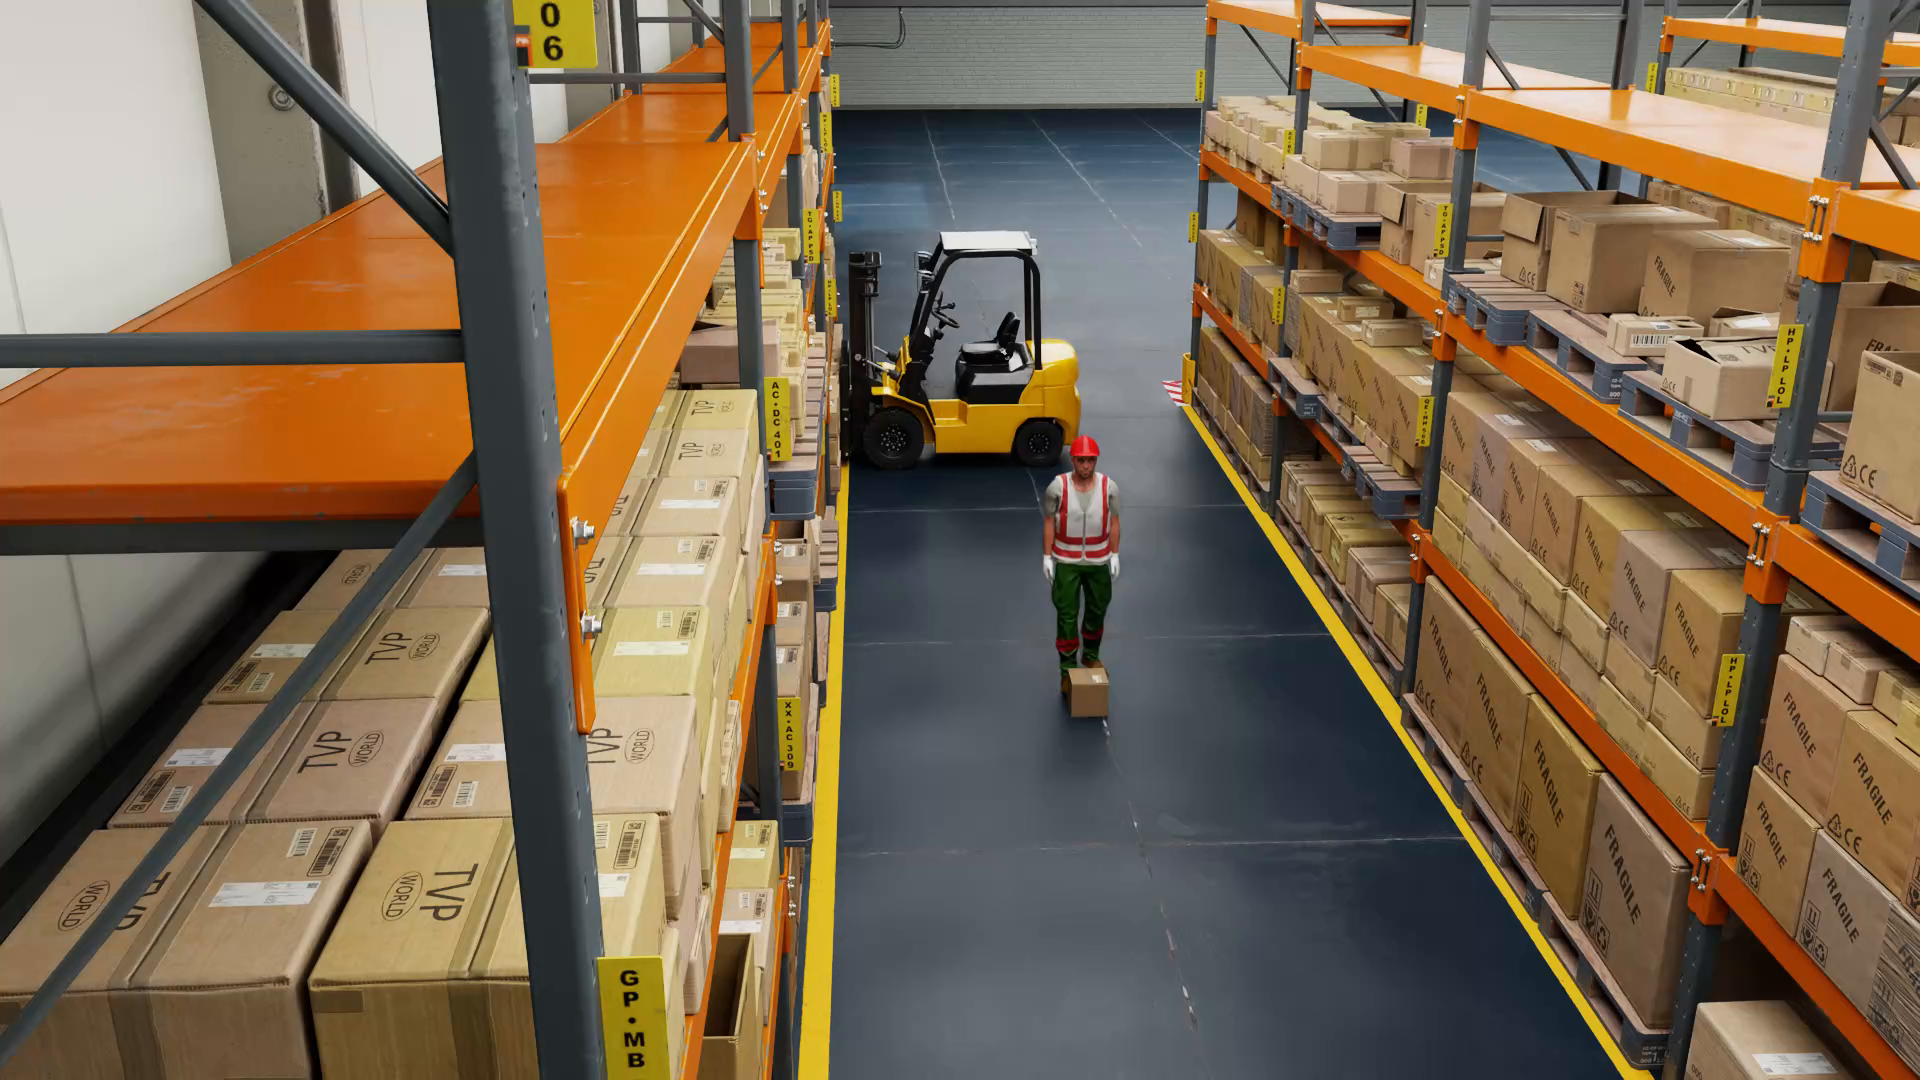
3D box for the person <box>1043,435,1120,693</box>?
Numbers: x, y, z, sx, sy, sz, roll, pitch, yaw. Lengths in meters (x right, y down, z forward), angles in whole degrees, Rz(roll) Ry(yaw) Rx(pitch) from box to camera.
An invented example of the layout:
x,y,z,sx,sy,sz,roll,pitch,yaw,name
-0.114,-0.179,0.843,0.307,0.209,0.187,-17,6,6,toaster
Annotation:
x,y,z,sx,sy,sz,roll,pitch,yaw,name
0.845,0.166,11.461,0.538,1.812,0.598,-1,20,-2,person
